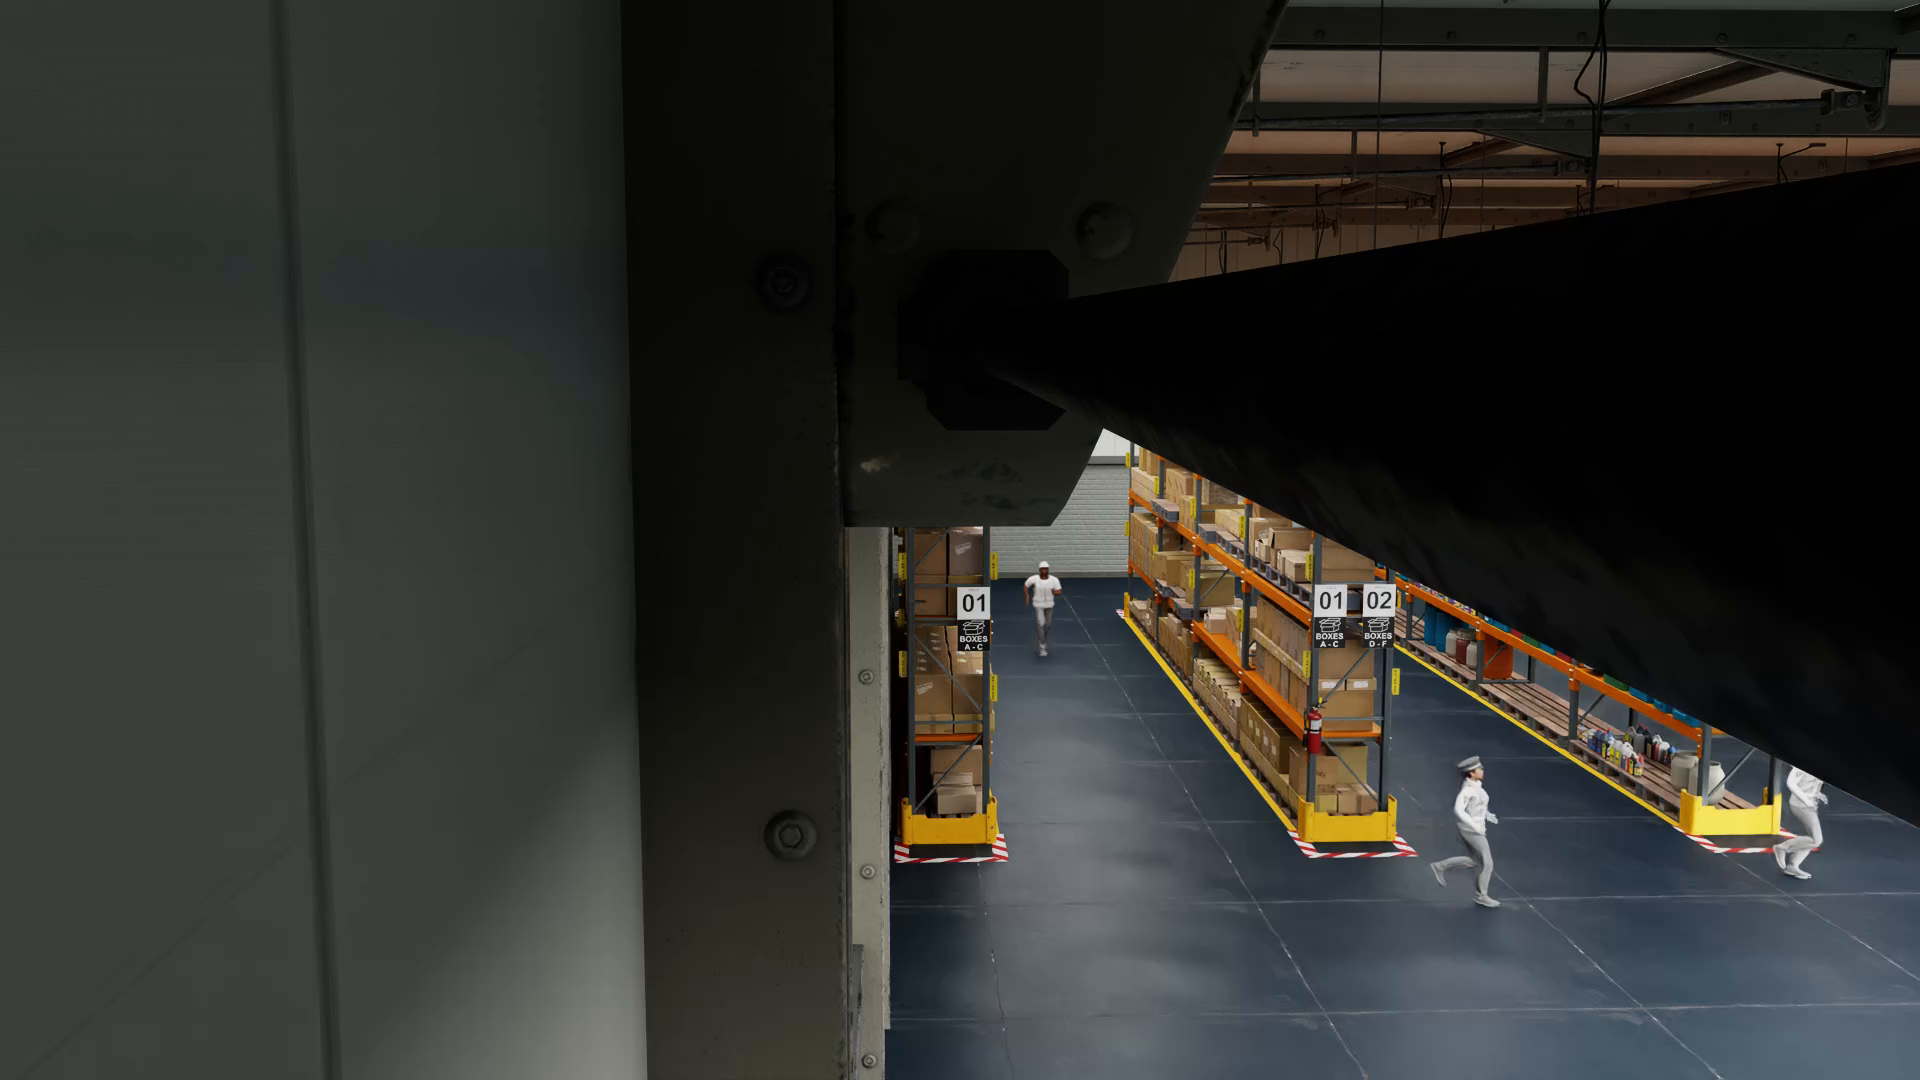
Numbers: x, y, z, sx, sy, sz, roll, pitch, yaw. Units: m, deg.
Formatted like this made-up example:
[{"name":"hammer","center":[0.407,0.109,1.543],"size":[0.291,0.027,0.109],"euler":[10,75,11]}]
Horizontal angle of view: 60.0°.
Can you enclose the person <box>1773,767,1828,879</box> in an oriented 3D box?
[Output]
[{"name":"person","center":[9.749,3.067,19.233],"size":[0.504,1.649,0.647],"euler":[6,9,37]}]

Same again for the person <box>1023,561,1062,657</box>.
[{"name":"person","center":[1.626,1.306,32.297],"size":[0.684,1.798,0.893],"euler":[-2,8,-13]}]

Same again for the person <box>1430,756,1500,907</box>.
[{"name":"person","center":[5.572,3.188,18.270],"size":[0.762,1.684,0.618],"euler":[2,8,18]}]
